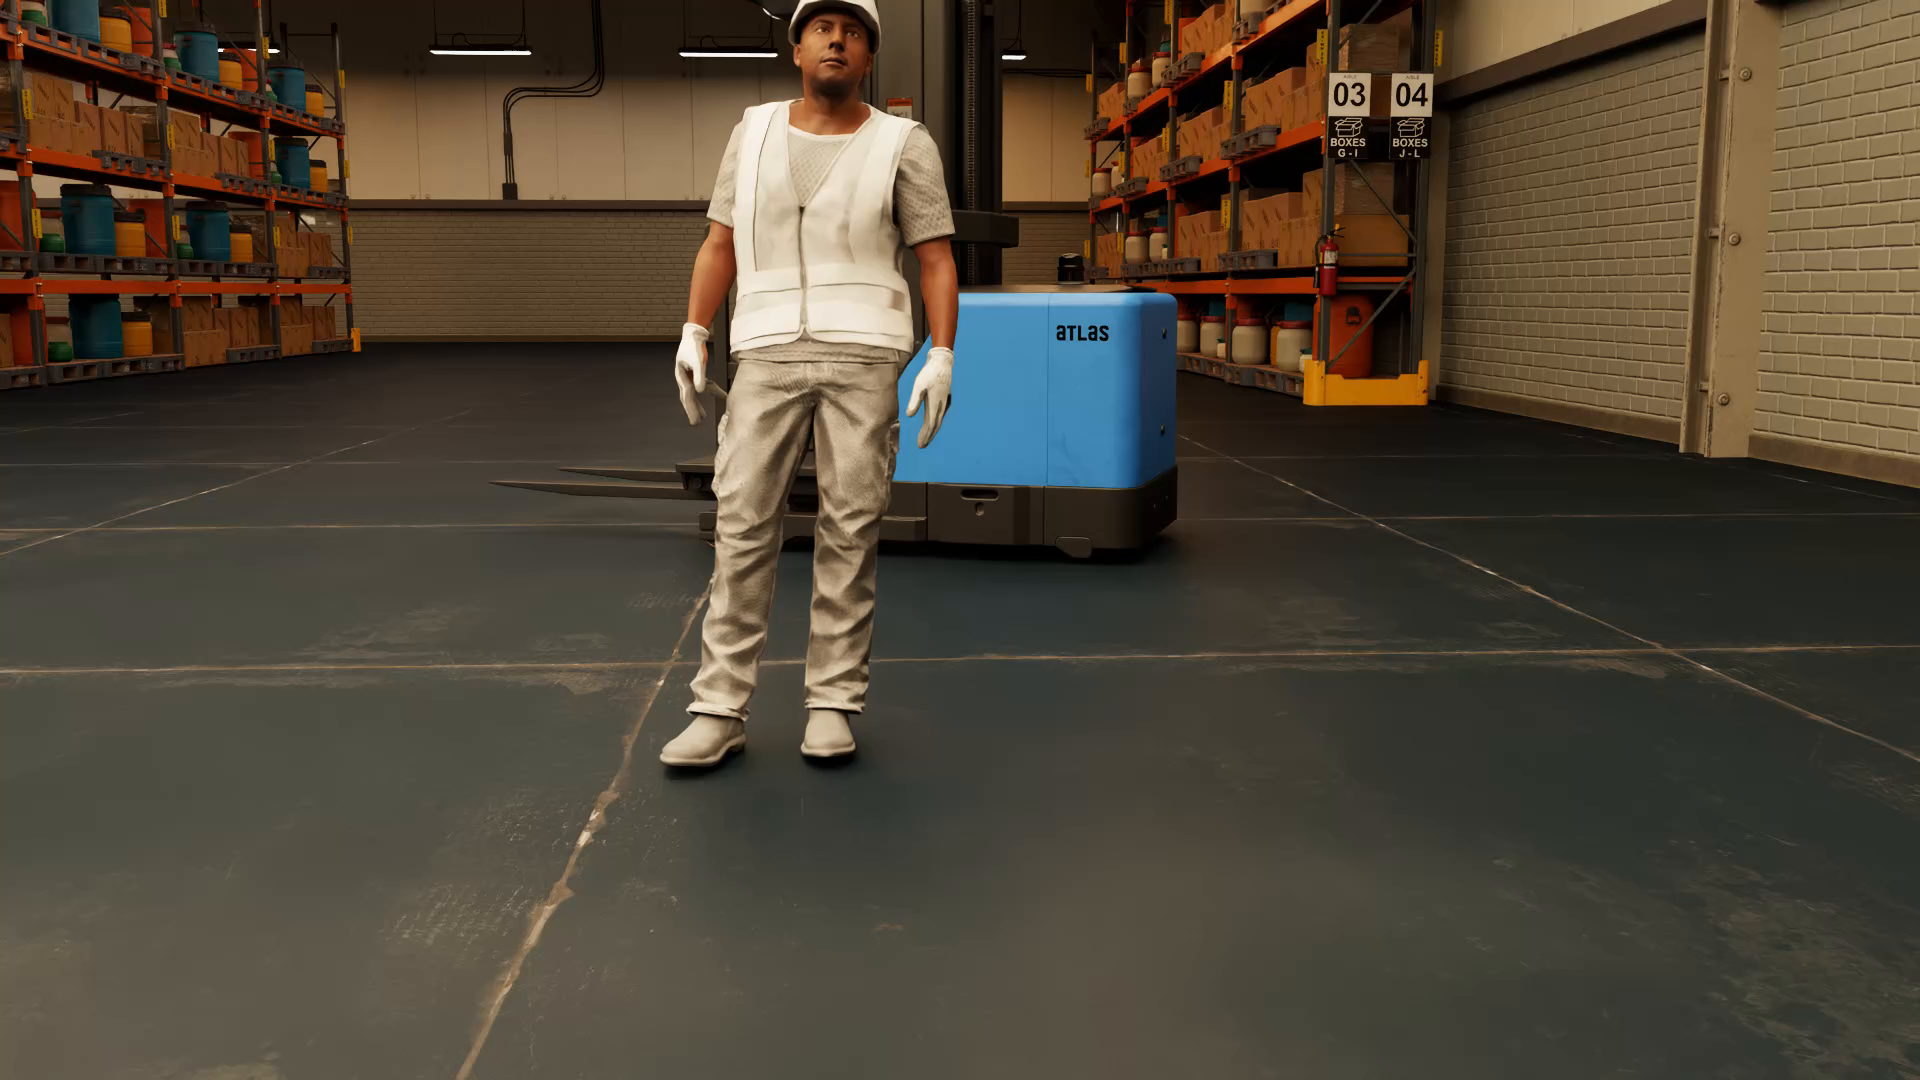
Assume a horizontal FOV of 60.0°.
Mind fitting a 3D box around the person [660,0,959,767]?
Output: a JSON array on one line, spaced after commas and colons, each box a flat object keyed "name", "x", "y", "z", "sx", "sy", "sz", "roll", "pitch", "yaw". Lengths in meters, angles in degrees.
[{"name": "person", "x": -0.342, "y": -0.390, "z": 3.818, "sx": 0.655, "sy": 1.782, "sz": 0.577, "roll": 1, "pitch": 9, "yaw": 7}]

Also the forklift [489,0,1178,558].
[{"name": "forklift", "x": -0.603, "y": -1.476, "z": 7.273, "sx": 3.031, "sy": 2.935, "sz": 1.130, "roll": 3, "pitch": 9, "yaw": 16}]
